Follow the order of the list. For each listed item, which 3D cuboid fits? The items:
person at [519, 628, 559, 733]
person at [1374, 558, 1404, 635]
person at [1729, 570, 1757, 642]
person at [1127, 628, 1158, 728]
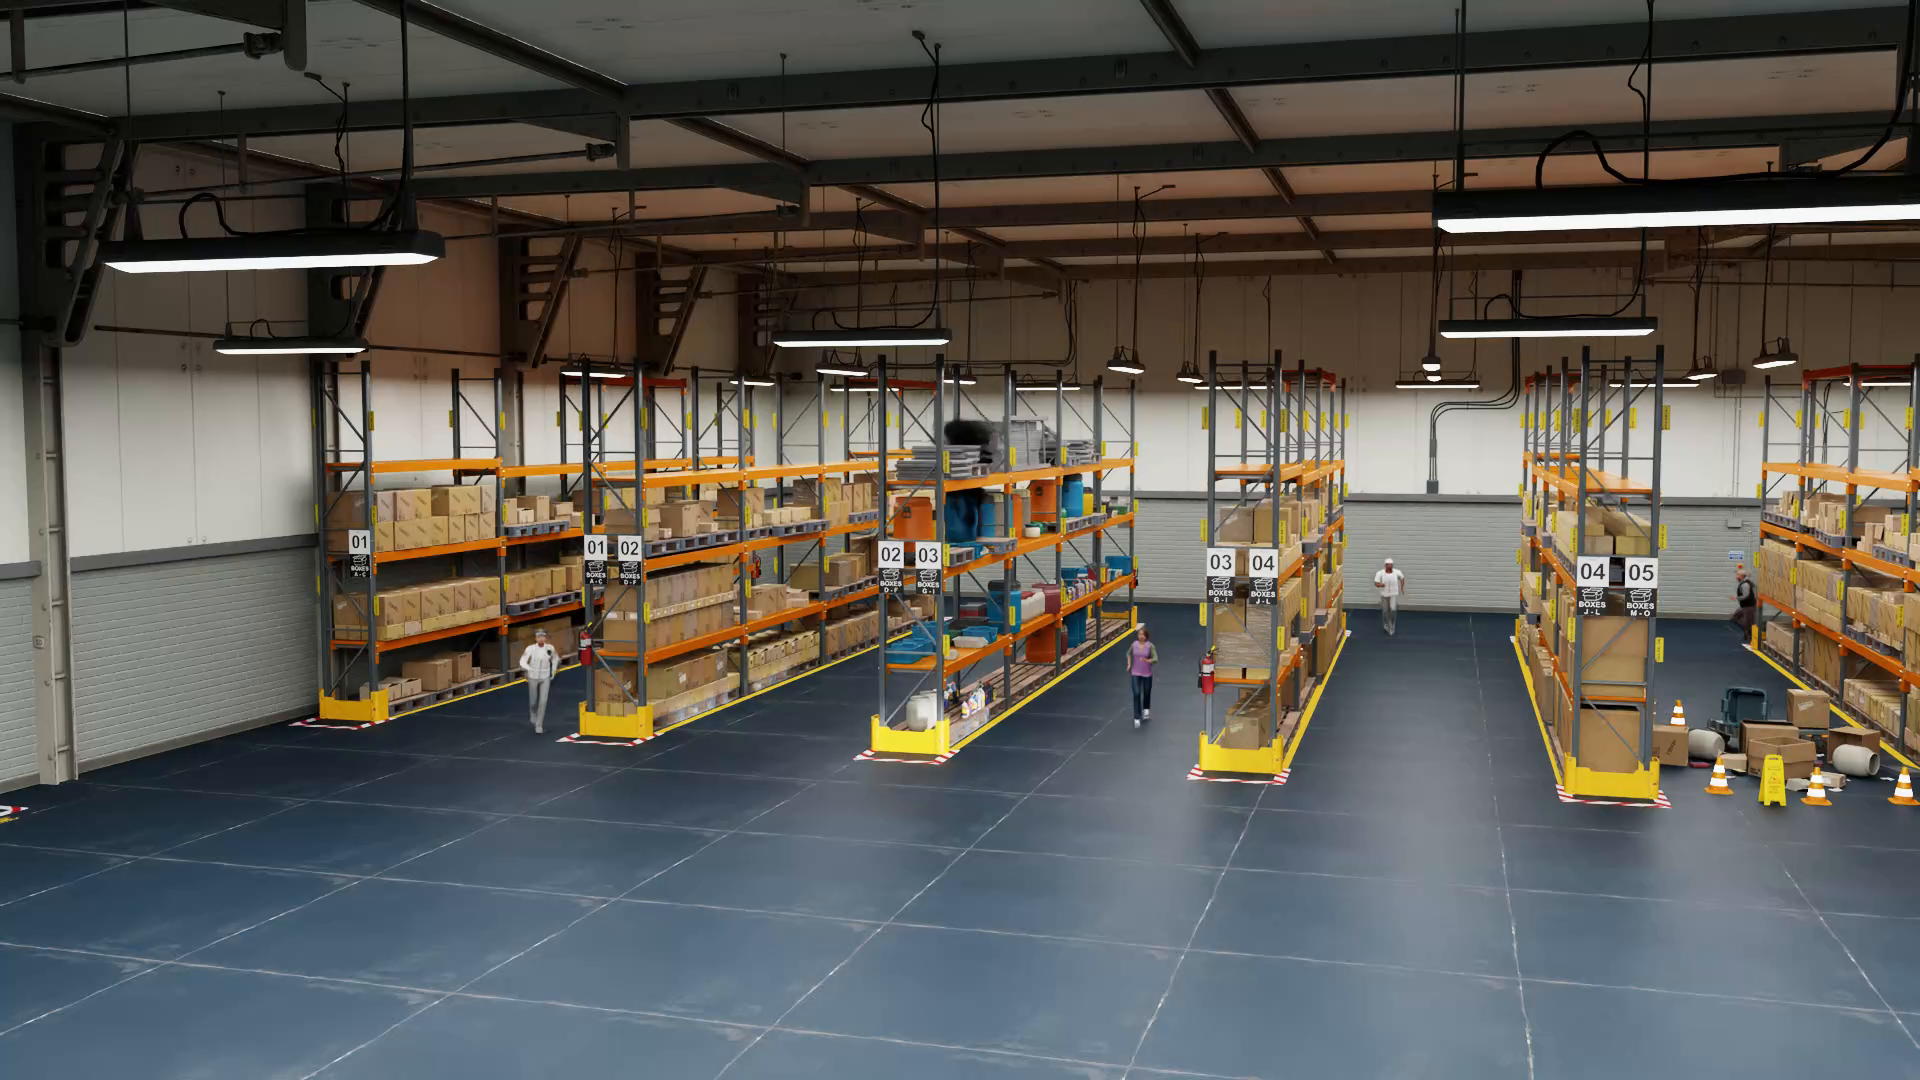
[{"bbox_3d":[-6.802,2.240,26.921,0.624,1.673,0.882,-1,4,-13],"label":"person"},{"bbox_3d":[10.106,1.329,39.162,0.675,1.811,0.827,1,4,16],"label":"person"},{"bbox_3d":[17.814,1.508,37.635,0.774,1.653,0.674,2,4,21],"label":"person"},{"bbox_3d":[2.990,2.232,27.315,0.518,1.591,0.887,1,4,8],"label":"person"}]
